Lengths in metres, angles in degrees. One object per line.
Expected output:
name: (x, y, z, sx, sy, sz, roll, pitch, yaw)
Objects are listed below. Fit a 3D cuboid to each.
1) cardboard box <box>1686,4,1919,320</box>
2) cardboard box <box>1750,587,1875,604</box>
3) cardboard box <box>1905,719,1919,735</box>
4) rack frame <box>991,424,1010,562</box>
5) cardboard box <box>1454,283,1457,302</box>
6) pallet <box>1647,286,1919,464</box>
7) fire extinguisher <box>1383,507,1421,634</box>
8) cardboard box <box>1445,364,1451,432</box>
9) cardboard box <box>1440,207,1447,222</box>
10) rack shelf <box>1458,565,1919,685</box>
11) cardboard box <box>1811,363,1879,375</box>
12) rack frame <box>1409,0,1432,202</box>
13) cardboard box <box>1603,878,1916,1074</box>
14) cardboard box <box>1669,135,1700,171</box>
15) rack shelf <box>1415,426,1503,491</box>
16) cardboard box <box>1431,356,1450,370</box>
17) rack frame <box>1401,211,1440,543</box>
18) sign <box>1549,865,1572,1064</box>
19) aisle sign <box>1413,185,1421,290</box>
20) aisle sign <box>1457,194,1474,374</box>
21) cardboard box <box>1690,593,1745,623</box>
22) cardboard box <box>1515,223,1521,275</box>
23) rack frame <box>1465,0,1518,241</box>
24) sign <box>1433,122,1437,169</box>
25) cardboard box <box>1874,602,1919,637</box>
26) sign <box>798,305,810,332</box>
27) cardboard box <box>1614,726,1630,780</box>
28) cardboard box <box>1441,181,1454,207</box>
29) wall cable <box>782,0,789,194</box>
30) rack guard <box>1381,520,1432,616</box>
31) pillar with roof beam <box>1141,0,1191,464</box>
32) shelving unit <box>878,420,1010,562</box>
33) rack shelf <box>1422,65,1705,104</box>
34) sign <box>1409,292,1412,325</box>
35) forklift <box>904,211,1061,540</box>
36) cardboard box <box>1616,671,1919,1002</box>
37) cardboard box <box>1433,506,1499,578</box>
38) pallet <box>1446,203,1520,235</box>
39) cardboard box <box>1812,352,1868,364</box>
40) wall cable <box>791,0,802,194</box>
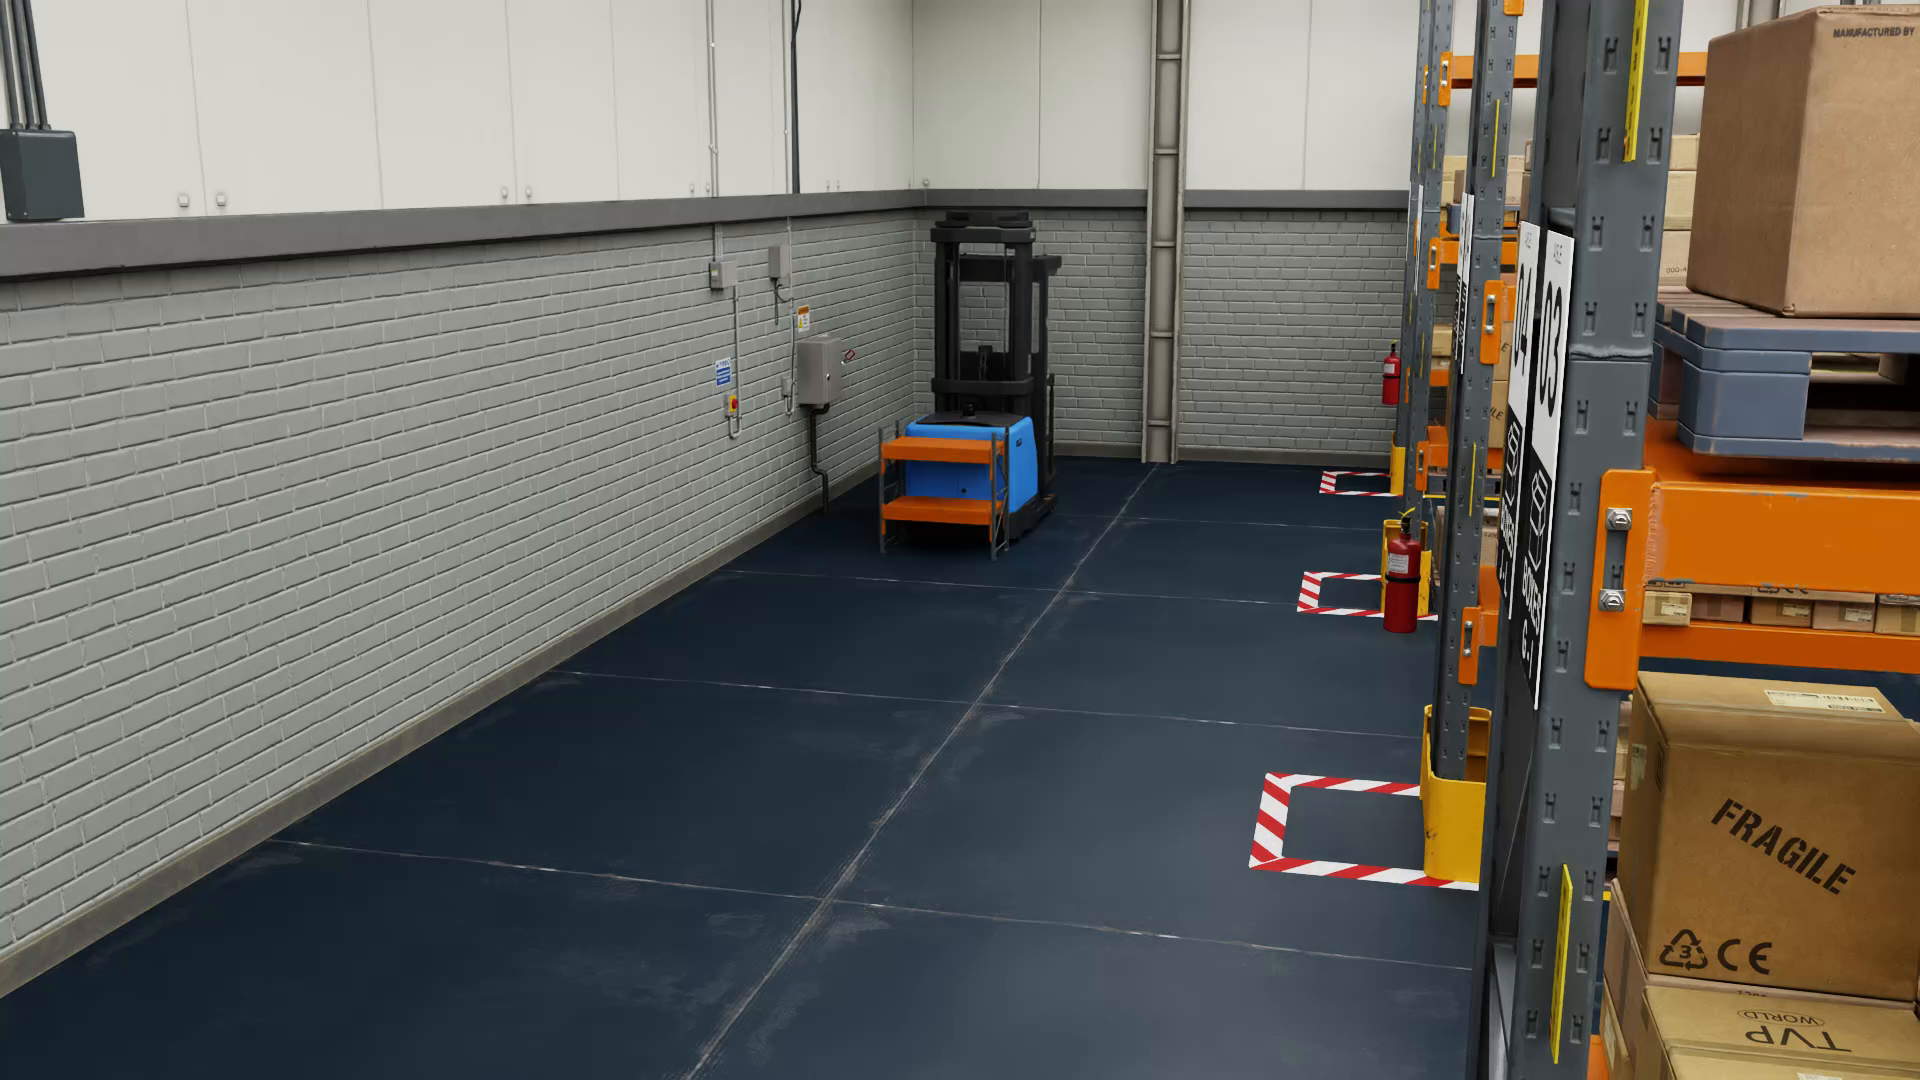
cardboard box: (1.686, -0.679, 3.015, 0.500, 0.500, 0.700, 2, 13, 10)
cardboard box: (3.822, -0.028, 7.517, 0.500, 0.500, 0.500, 3, 13, 14)
cardboard box: (4.542, 0.990, 8.085, 0.250, 0.149, 0.380, 3, 13, 14)
rack frame: (0.352, -0.415, 14.505, 0.032, 1.125, 0.500, 4, 13, 16)
cardboard box: (3.939, -1.889, 12.787, 0.250, 0.149, 0.380, 3, 13, 14)
pallet: (1.891, -0.313, 2.998, 1.213, 0.211, 1.003, 3, 13, 14)
fire extinguisher: (2.320, 0.144, 8.700, 0.183, 0.674, 0.296, 3, 13, 14)
cardboard box: (4.074, -1.092, 12.998, 0.500, 0.500, 0.500, 3, 13, 14)
cardboard box: (4.982, -3.332, 16.983, 0.250, 0.149, 0.380, 3, 13, 15)
rack shelf: (4.396, 0.489, 7.765, 4.000, 0.370, 1.077, 3, 13, 14)
cardboard box: (3.818, -0.512, 7.392, 0.500, 0.500, 0.500, 3, 13, 12)
rack frame: (4.728, -4.985, 16.926, 0.127, 3.000, 1.000, 3, 13, 14)
cardboard box: (1.702, 0.969, 3.600, 0.500, 0.250, 0.500, 3, 13, 13)
cardboard box: (3.203, -1.685, 7.248, 0.250, 0.149, 0.380, 3, 13, 13)
rack shelf: (5.484, -0.557, 12.480, 4.000, 0.370, 1.077, 3, 13, 14)
cardboard box: (4.981, -1.859, 17.266, 0.250, 0.149, 0.380, 3, 13, 13)
rack frame: (3.542, -1.012, 12.870, 0.127, 3.000, 1.000, 3, 13, 14)
sign: (1.029, 0.727, 2.850, 0.005, 0.325, 0.100, 3, 13, 14)
aisle sign: (3.547, -2.350, 12.899, 0.004, 0.787, 0.394, 3, 13, 14)
aisle sign: (2.312, -1.176, 7.606, 0.004, 0.787, 0.394, 3, 13, 14)
cardboard box: (3.480, 0.257, 7.731, 0.250, 0.149, 0.380, 4, 13, 16)
cardboard box: (2.959, -1.389, 7.991, 0.500, 0.250, 0.500, 3, 13, 12)
rack frame: (2.454, -2.895, 7.505, 0.127, 3.000, 1.000, 3, 13, 14)
sign: (3.403, -2.825, 11.918, 0.005, 0.325, 0.100, 3, 13, 14)
cardboard box: (4.217, 0.313, 7.479, 0.250, 0.149, 0.380, 4, 13, 16)
sign: (-1.507, -2.136, 16.031, 0.001, 0.242, 0.339, 3, 13, 14)
cardboard box: (3.178, 1.018, 7.959, 0.250, 0.149, 0.380, 3, 13, 15)
cardboard box: (5.093, -3.512, 16.872, 0.500, 0.250, 0.500, 3, 13, 13)
wall cable: (-1.865, -4.335, 13.996, 0.029, 3.000, 2.355, 3, 13, 14)
rack guard: (3.519, 0.207, 13.147, 0.348, 0.500, 1.175, 3, 13, 14)
pillar with roof beam: (1.295, -4.409, 14.331, 0.400, 9.000, 9.100, 3, 13, 14)
shelving unit: (-0.136, -0.445, 14.644, 1.048, 1.125, 0.538, 4, 13, 16)
rack shelf: (6.670, -4.528, 16.537, 4.000, 0.370, 1.077, 3, 13, 14)
sign: (4.598, -2.365, 16.968, 0.005, 0.325, 0.100, 3, 13, 14)
forklift: (0.357, -1.703, 16.144, 1.130, 2.935, 3.031, 3, 13, 14)
cardboard box: (1.704, 0.604, 3.515, 0.500, 0.500, 0.500, 3, 13, 14)
cardboard box: (4.207, 0.047, 13.043, 0.875, 0.438, 0.875, 3, 13, 12)
pallet: (4.265, -2.397, 12.391, 1.213, 0.211, 1.003, 3, 13, 14)
cardboard box: (3.957, -0.625, 7.901, 0.500, 0.500, 0.500, 4, 13, 16)
wall cable: (-1.161, -4.937, 16.624, 0.133, 3.039, 2.988, 3, 13, 14)
